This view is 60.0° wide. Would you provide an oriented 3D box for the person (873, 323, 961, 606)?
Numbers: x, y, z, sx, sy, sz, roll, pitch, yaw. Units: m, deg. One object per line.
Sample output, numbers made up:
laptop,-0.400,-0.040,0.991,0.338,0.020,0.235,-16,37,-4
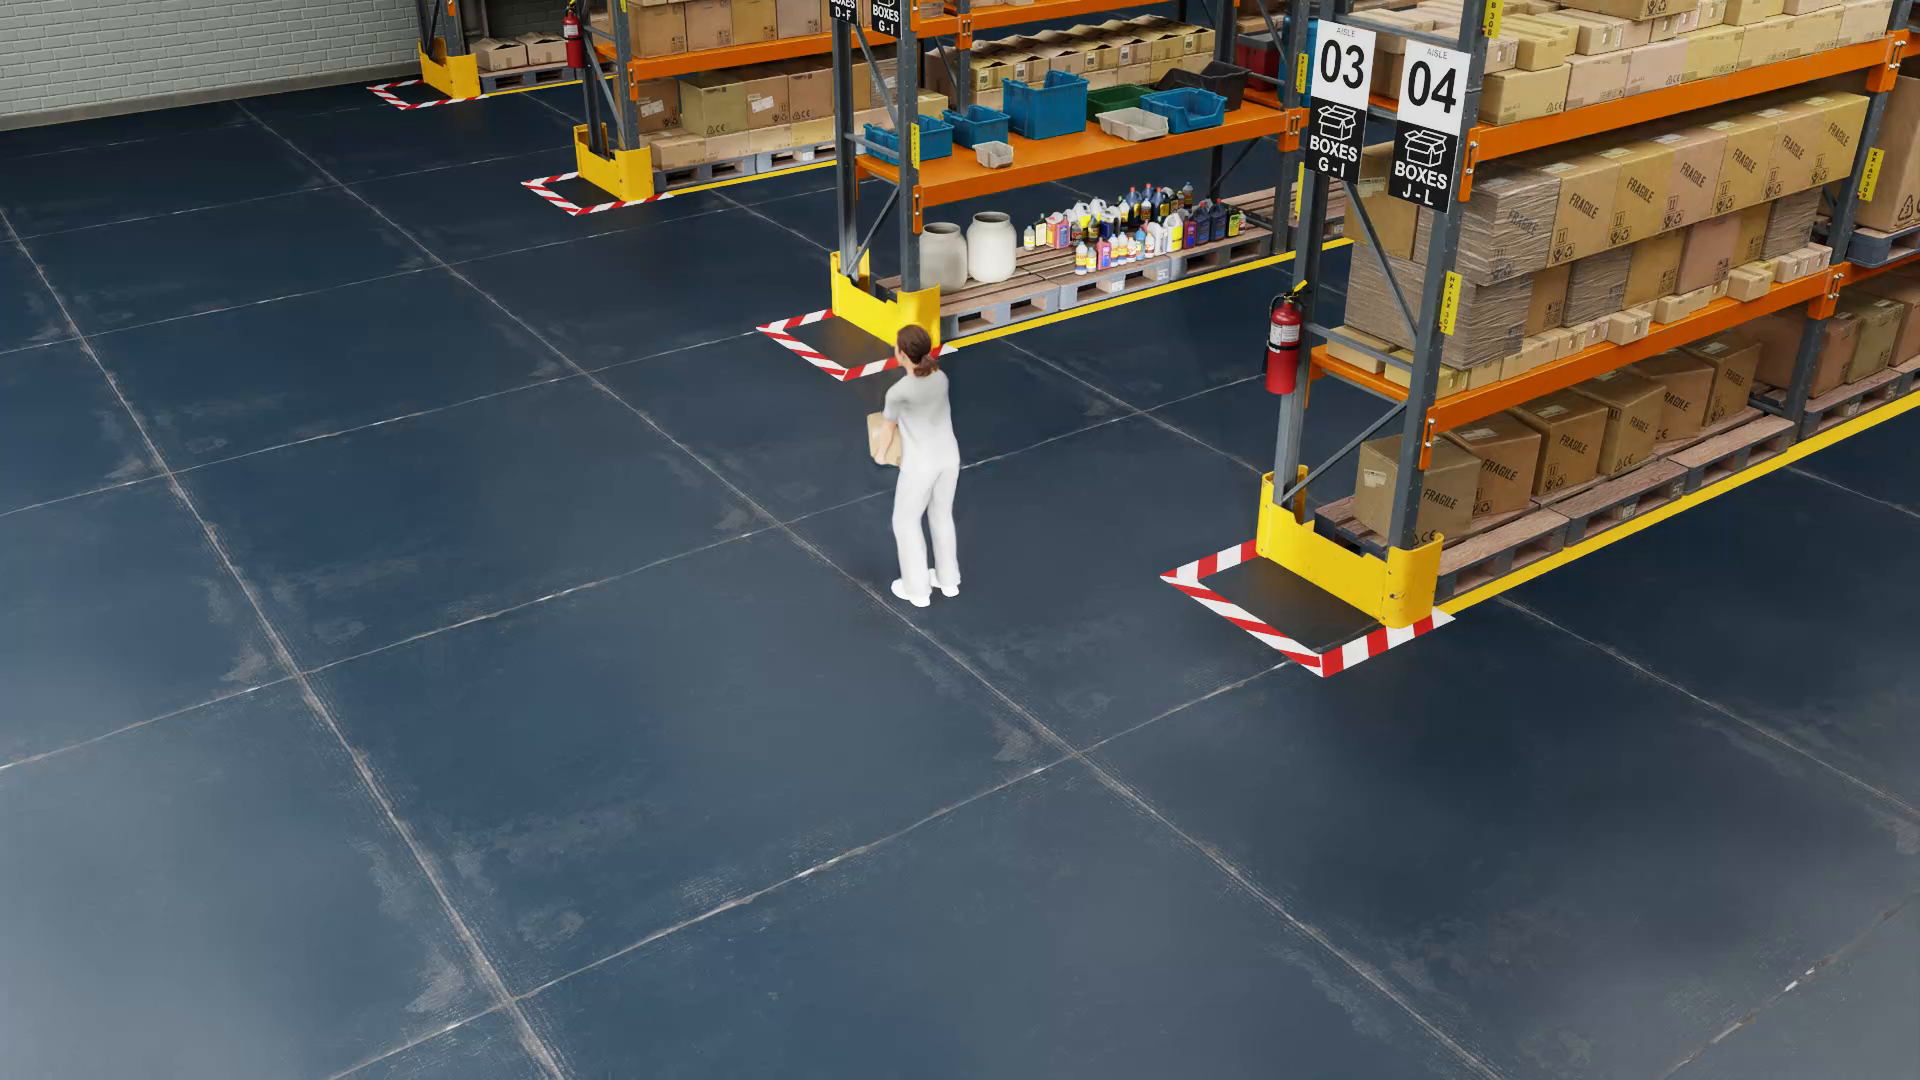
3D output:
person,-0.250,-0.442,9.459,0.411,1.656,0.519,-20,34,-31
